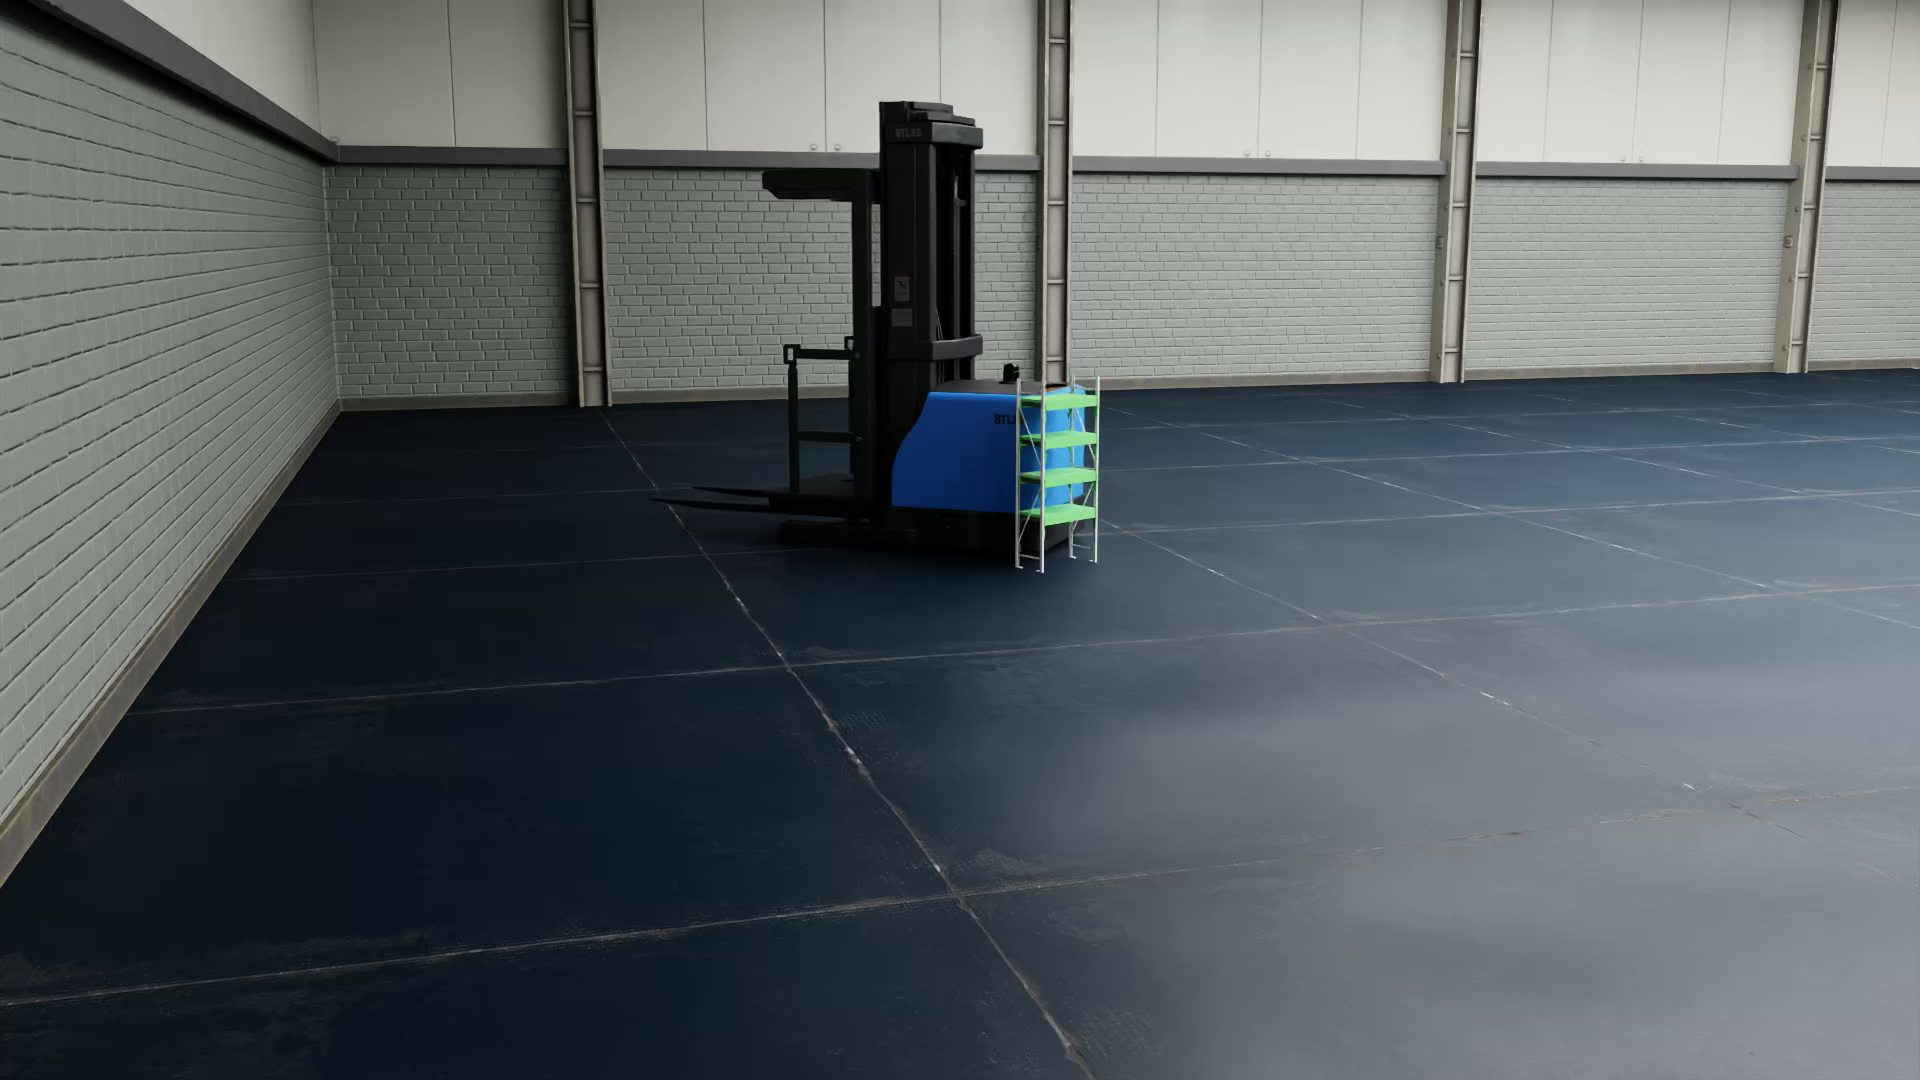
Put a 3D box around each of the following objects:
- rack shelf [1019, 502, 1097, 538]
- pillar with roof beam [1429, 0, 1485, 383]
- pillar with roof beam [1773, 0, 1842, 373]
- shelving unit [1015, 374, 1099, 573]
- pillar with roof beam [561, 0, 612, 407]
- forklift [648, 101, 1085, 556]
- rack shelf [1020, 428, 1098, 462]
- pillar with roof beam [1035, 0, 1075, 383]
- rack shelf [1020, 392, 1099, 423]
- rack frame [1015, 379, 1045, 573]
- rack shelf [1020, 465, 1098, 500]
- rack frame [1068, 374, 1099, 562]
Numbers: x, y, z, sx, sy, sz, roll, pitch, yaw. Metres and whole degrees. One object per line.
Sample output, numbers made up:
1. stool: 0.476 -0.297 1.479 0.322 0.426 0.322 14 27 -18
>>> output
1. rack shelf: 0.619 -0.133 10.631 0.480 0.148 0.258 -9 14 -42
2. pillar with roof beam: 8.198 -5.955 19.040 0.400 9.000 9.100 -3 11 -16
3. pillar with roof beam: 13.959 -6.259 20.689 0.400 9.000 9.100 -3 11 -16
4. shelving unit: 0.619 -0.431 10.576 0.503 1.200 0.258 -9 14 -42
5. pillar with roof beam: -3.324 -5.348 15.742 0.400 9.000 9.100 -3 11 -16
6. forklift: -0.702 -1.478 11.477 3.031 2.935 1.130 4 11 20
7. rack shelf: 0.619 -0.605 10.544 0.480 0.148 0.258 -9 14 -42
8. pillar with roof beam: 2.437 -5.652 17.391 0.400 9.000 9.100 -3 11 -16
9. rack shelf: 0.619 -0.841 10.501 0.480 0.148 0.258 -9 14 -42
10. rack frame: 0.439 -0.402 10.414 0.015 1.200 0.240 -9 14 -42
11. rack shelf: 0.619 -0.369 10.588 0.480 0.148 0.258 -9 14 -42
12. rack frame: 0.799 -0.461 10.738 0.015 1.200 0.240 -9 14 -42
